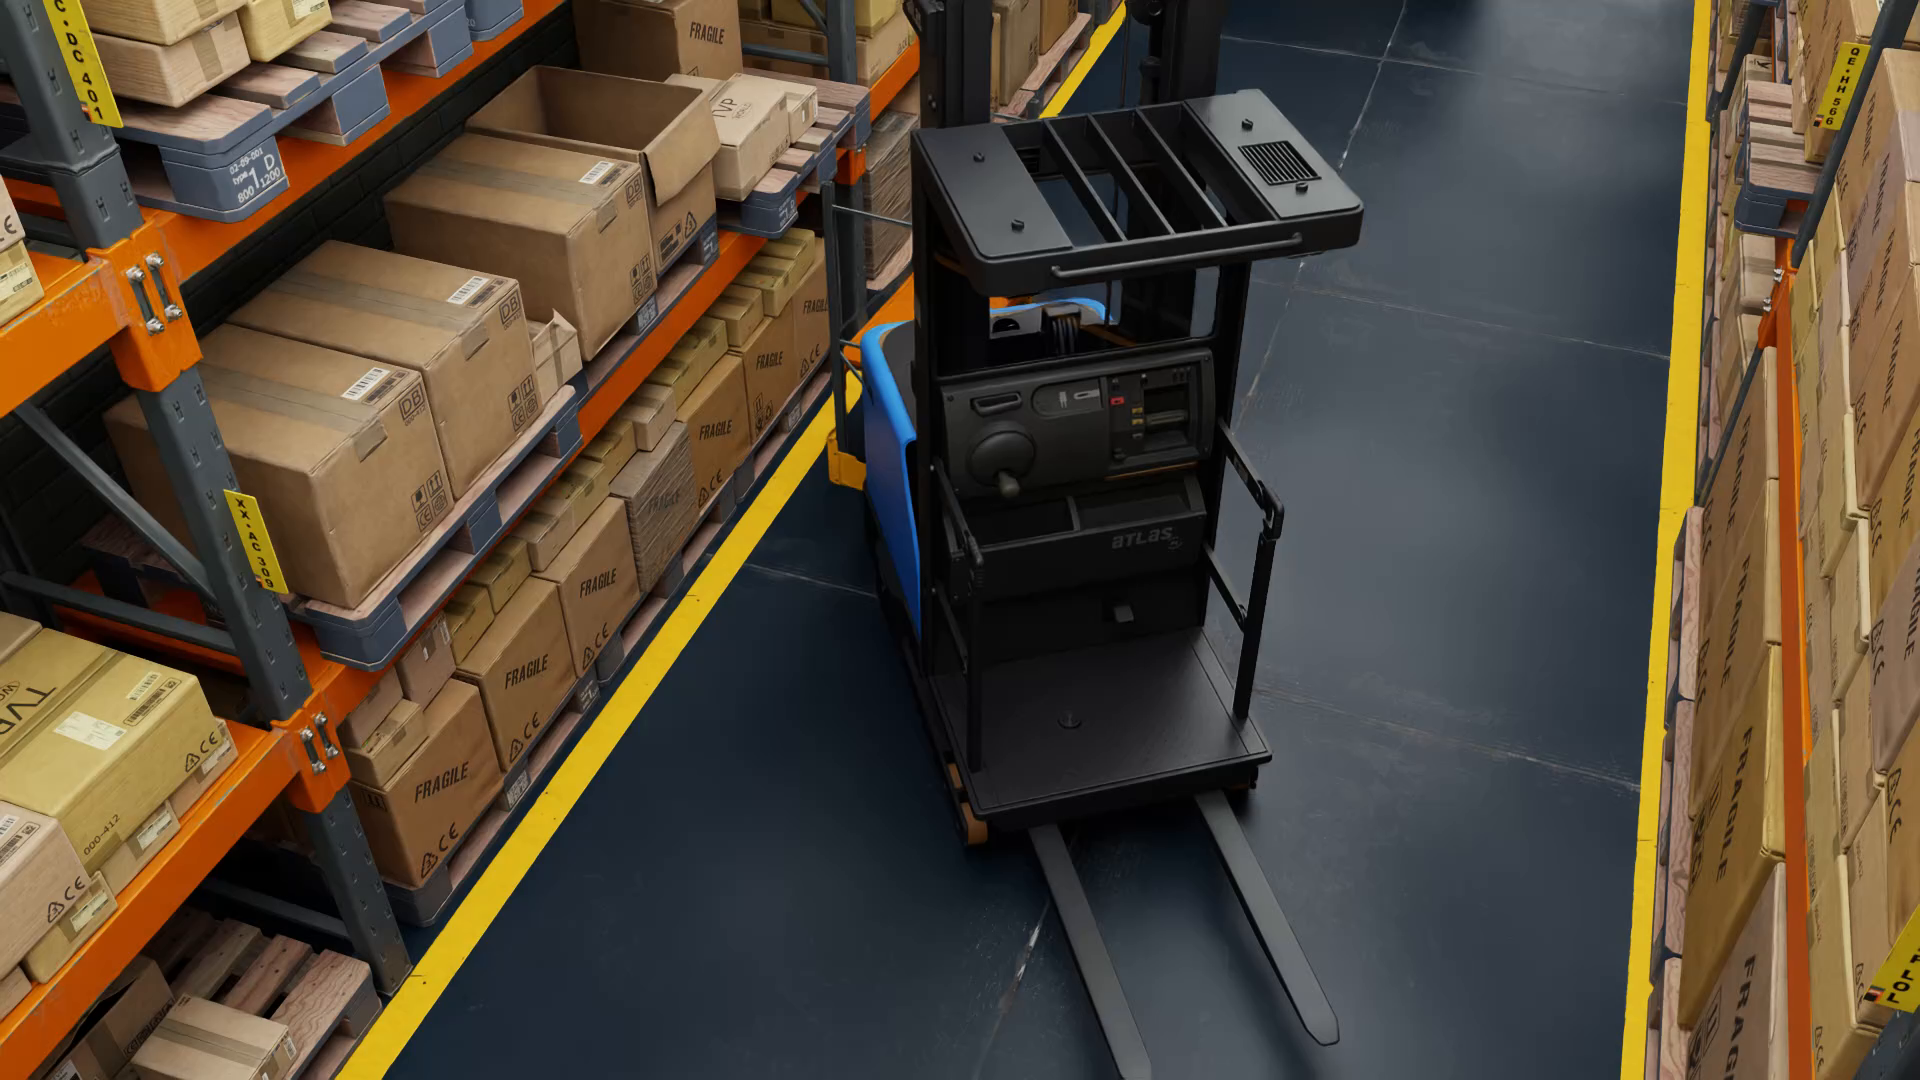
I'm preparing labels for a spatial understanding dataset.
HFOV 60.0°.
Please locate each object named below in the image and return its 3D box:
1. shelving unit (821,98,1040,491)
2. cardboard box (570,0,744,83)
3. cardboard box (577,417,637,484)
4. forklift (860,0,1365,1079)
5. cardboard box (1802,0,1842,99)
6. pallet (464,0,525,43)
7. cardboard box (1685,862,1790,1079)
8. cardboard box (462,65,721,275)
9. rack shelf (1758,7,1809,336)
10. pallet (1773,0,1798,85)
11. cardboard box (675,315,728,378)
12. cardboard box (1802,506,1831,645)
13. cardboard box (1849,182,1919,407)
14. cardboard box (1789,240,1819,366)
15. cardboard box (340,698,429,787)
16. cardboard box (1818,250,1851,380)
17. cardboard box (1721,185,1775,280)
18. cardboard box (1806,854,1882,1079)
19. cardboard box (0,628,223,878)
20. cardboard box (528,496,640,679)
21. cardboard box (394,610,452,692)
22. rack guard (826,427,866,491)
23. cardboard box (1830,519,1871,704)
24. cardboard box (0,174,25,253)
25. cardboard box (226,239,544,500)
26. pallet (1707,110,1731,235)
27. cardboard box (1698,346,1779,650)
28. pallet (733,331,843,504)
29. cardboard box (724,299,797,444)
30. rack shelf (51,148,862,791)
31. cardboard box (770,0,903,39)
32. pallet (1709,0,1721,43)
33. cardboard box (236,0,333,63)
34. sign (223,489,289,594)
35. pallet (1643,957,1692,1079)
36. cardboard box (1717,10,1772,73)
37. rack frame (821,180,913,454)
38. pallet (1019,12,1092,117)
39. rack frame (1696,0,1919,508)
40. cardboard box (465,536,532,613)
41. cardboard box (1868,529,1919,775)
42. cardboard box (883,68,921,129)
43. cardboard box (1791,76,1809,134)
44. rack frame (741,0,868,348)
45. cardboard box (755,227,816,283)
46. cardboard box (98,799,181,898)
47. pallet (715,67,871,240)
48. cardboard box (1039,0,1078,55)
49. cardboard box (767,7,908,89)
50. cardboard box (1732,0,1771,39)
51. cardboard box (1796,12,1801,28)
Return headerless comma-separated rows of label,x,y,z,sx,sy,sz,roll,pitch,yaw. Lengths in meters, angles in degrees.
shelving unit,-0.108,-1.078,7.359,0.587,1.500,1.083,17,43,19
cardboard box,-1.273,-2.137,7.043,0.500,0.500,0.500,15,43,17
cardboard box,-1.493,-0.376,6.482,0.380,0.149,0.250,13,42,15
forklift,0.458,-0.302,5.345,1.130,2.935,3.031,-10,41,-11
cardboard box,3.776,-2.087,6.755,0.500,0.500,0.500,13,42,14
pallet,-1.677,-1.864,4.957,1.213,0.211,1.003,13,42,15
cardboard box,2.484,1.573,4.409,0.875,0.875,0.875,15,43,16
cardboard box,-1.335,-1.381,6.154,0.797,0.503,0.637,12,42,14
rack shelf,4.399,-2.065,7.914,1.077,0.370,4.000,13,42,15
pallet,4.354,-2.263,7.739,1.003,0.211,1.213,13,42,15
cardboard box,-1.210,-0.842,7.028,0.380,0.149,0.250,14,43,16
cardboard box,2.802,0.118,4.916,0.500,0.250,0.500,13,42,15
cardboard box,2.965,-0.674,4.882,0.500,0.500,0.500,14,43,16
cardboard box,3.312,-0.819,6.015,0.500,0.250,0.500,13,42,14
cardboard box,-1.945,0.606,5.331,0.380,0.149,0.250,15,43,17
cardboard box,3.132,-0.683,5.470,0.500,0.250,0.500,14,42,16
cardboard box,4.427,-1.535,8.439,0.950,0.372,0.625,15,43,17
cardboard box,2.264,1.048,3.826,0.500,0.250,0.500,12,42,14
cardboard box,-2.263,0.530,4.204,0.500,0.250,0.500,14,43,16
cardboard box,-1.594,0.137,6.381,0.500,0.500,0.500,12,42,14
cardboard box,-1.902,0.323,5.433,0.380,0.149,0.250,11,42,13
rack guard,-0.319,-0.310,7.421,0.587,0.250,0.087,17,43,19
cardboard box,2.605,0.241,4.387,0.500,0.250,0.500,14,43,16
cardboard box,-2.248,-0.626,3.248,0.500,0.250,0.500,13,42,15
cardboard box,-1.765,-0.538,5.169,0.700,0.500,0.500,14,42,16
pallet,4.818,-2.023,9.458,1.003,0.211,1.213,13,42,15
cardboard box,3.401,-0.068,6.332,0.875,0.875,0.875,13,42,15
pallet,-1.241,-0.711,7.921,1.003,0.211,1.213,13,42,15
cardboard box,-1.074,-0.819,7.501,0.500,0.500,0.500,13,42,14
rack shelf,-1.634,-0.725,6.343,1.077,0.370,4.000,13,42,15
cardboard box,-0.546,-2.563,7.673,0.500,0.250,0.500,13,42,15
pallet,5.695,-3.662,11.380,1.003,0.211,1.213,13,42,15
cardboard box,-1.721,-1.266,3.905,0.380,0.149,0.250,14,42,16
sign,-1.806,0.008,4.263,0.100,0.325,0.005,13,42,15
pallet,2.541,1.894,4.867,1.003,0.211,1.213,13,42,15
cardboard box,5.033,-3.093,10.359,0.500,0.250,0.500,15,43,17
rack frame,-0.319,-0.785,7.014,0.500,1.500,0.032,17,43,19
pallet,0.202,-3.139,10.767,1.003,0.211,1.213,13,42,15
rack frame,3.715,-1.119,6.251,1.000,3.000,0.127,13,42,15
cardboard box,-1.765,0.090,5.936,0.380,0.149,0.250,13,42,14
cardboard box,2.434,0.257,3.791,0.500,0.500,0.500,14,42,16
cardboard box,-0.508,-2.253,9.085,0.875,0.625,0.625,15,43,16
cardboard box,3.674,-1.779,6.894,0.380,0.149,0.250,13,42,15
rack frame,-0.950,-2.219,7.539,1.000,3.000,0.127,13,42,15
cardboard box,-0.881,-1.317,7.585,0.380,0.149,0.250,11,42,13
cardboard box,-2.259,0.731,4.276,0.380,0.149,0.250,14,43,16
pallet,-1.116,-1.717,7.099,1.213,0.211,1.003,13,42,15
cardboard box,0.250,-3.594,10.657,0.875,0.625,0.625,15,43,17
cardboard box,-0.569,-2.378,7.842,0.500,0.250,0.500,13,42,15
cardboard box,5.033,-3.378,10.116,0.500,0.500,0.500,13,42,14
cardboard box,4.062,-2.398,7.620,0.380,0.149,0.250,12,42,14
